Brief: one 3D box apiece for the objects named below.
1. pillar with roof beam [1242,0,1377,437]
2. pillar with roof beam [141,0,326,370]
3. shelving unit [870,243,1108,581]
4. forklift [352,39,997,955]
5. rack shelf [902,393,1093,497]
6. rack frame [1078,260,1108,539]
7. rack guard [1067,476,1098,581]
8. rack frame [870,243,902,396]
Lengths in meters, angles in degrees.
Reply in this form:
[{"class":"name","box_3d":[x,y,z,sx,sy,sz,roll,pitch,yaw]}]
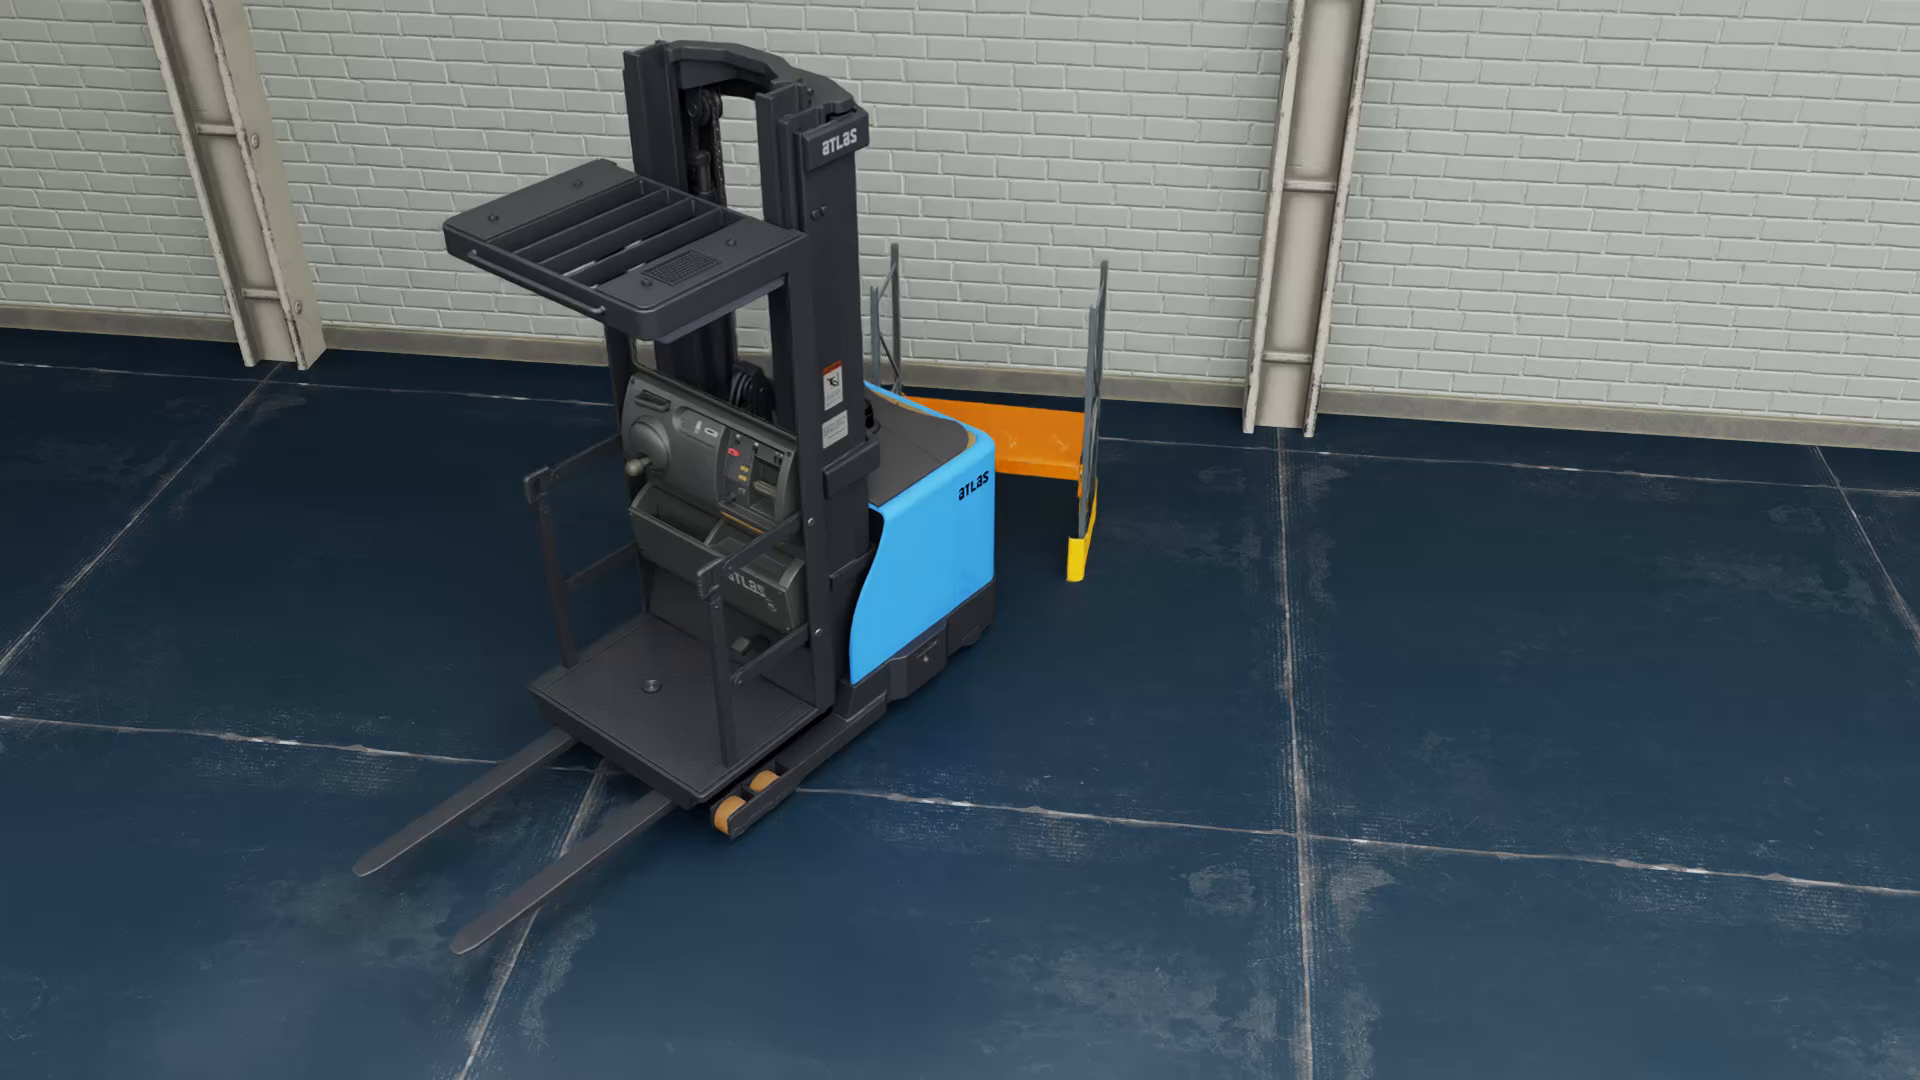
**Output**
[{"class":"pillar with roof beam","box_3d":[1.279,-1.868,3.478,0.400,9.000,9.100,4,36,6]},{"class":"pillar with roof beam","box_3d":[-4.673,-2.312,4.100,0.400,9.000,9.100,4,36,6]},{"class":"shelving unit","box_3d":[0.135,-0.628,8.196,1.083,1.500,0.587,6,36,8]},{"class":"forklift","box_3d":[-1.144,-0.295,6.498,1.130,2.935,3.031,25,43,31]},{"class":"rack shelf","box_3d":[0.144,-0.480,8.299,1.000,0.185,0.538,6,36,8]},{"class":"rack frame","box_3d":[0.644,-0.574,8.120,0.032,1.500,0.500,6,36,8]},{"class":"rack guard","box_3d":[0.625,-0.067,8.486,0.087,0.250,0.587,6,36,8]},{"class":"rack frame","box_3d":[-0.356,-0.680,8.269,0.032,1.500,0.500,6,36,8]}]
